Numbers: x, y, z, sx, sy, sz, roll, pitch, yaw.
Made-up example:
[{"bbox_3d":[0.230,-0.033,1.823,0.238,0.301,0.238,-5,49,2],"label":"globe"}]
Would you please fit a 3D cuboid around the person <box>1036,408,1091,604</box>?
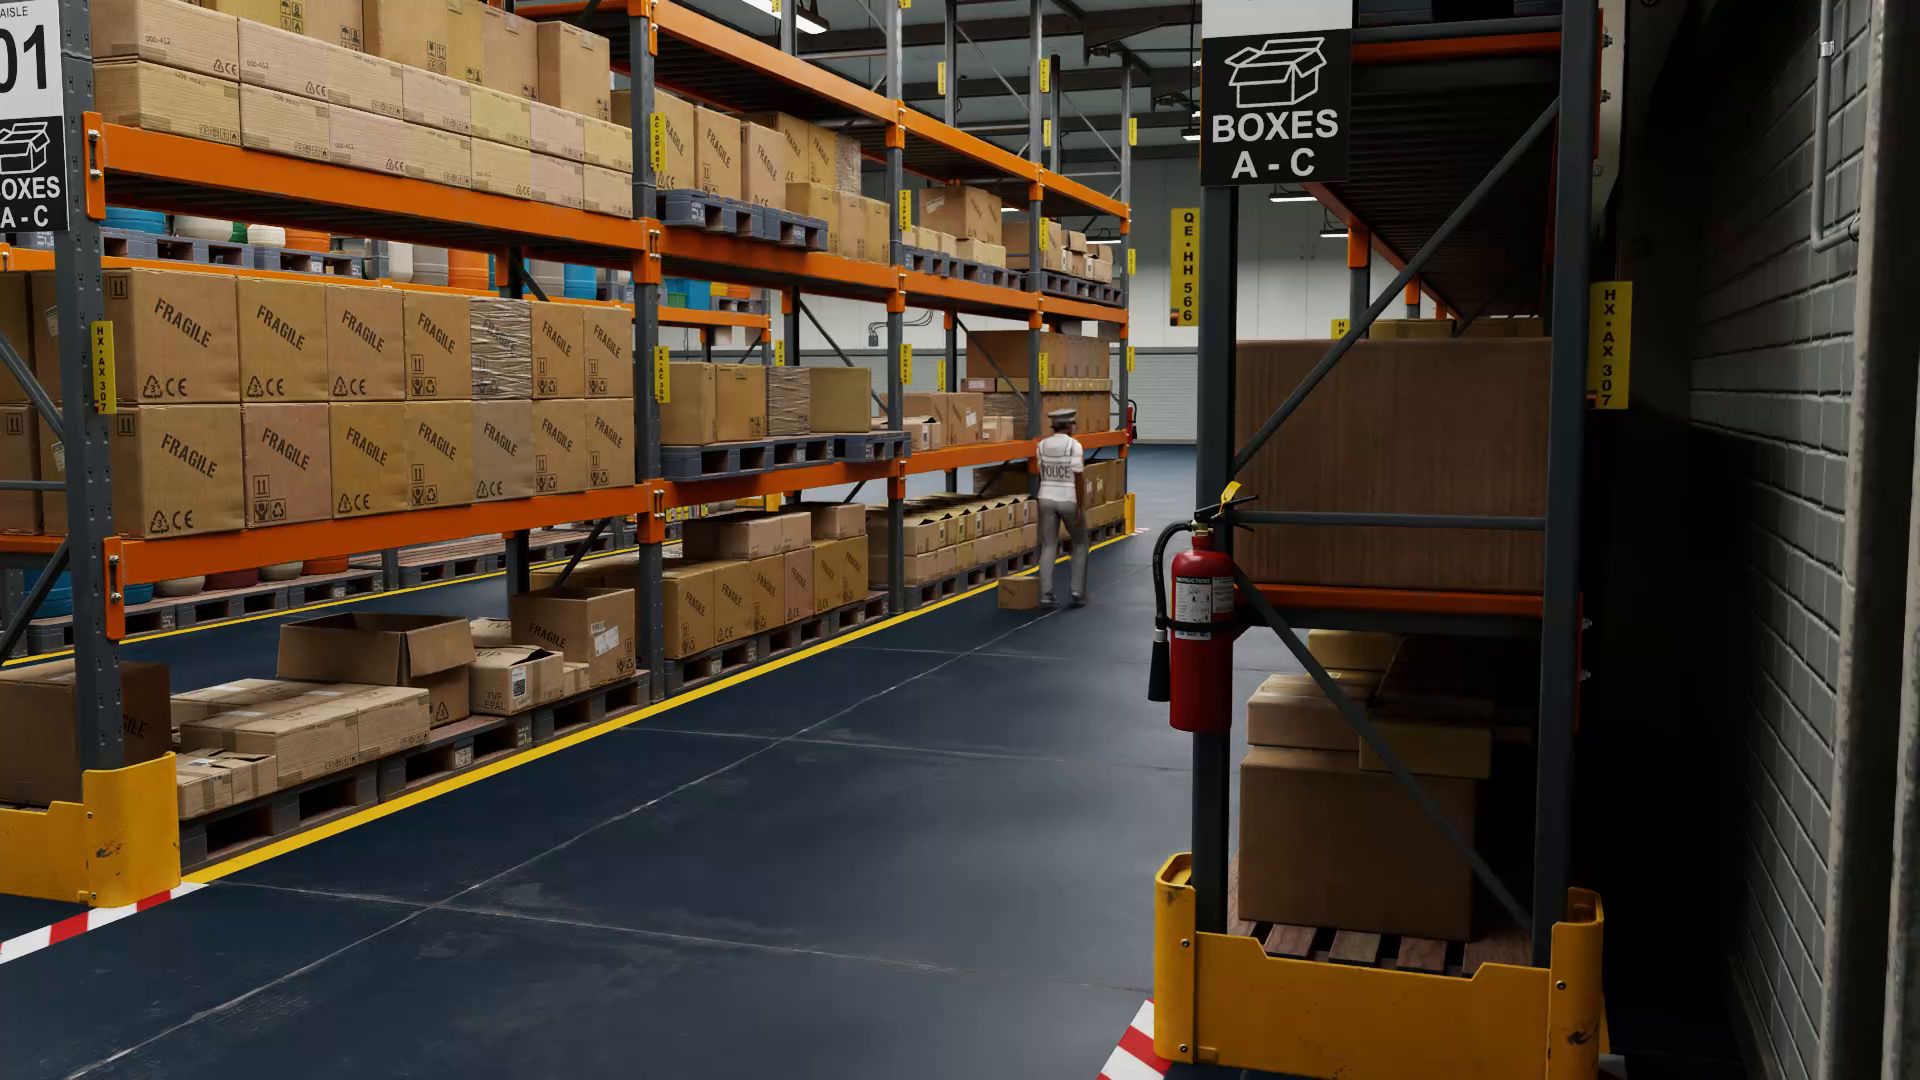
[{"bbox_3d":[0.869,-0.256,14.069,0.455,1.711,0.656,2,6,23],"label":"person"}]
